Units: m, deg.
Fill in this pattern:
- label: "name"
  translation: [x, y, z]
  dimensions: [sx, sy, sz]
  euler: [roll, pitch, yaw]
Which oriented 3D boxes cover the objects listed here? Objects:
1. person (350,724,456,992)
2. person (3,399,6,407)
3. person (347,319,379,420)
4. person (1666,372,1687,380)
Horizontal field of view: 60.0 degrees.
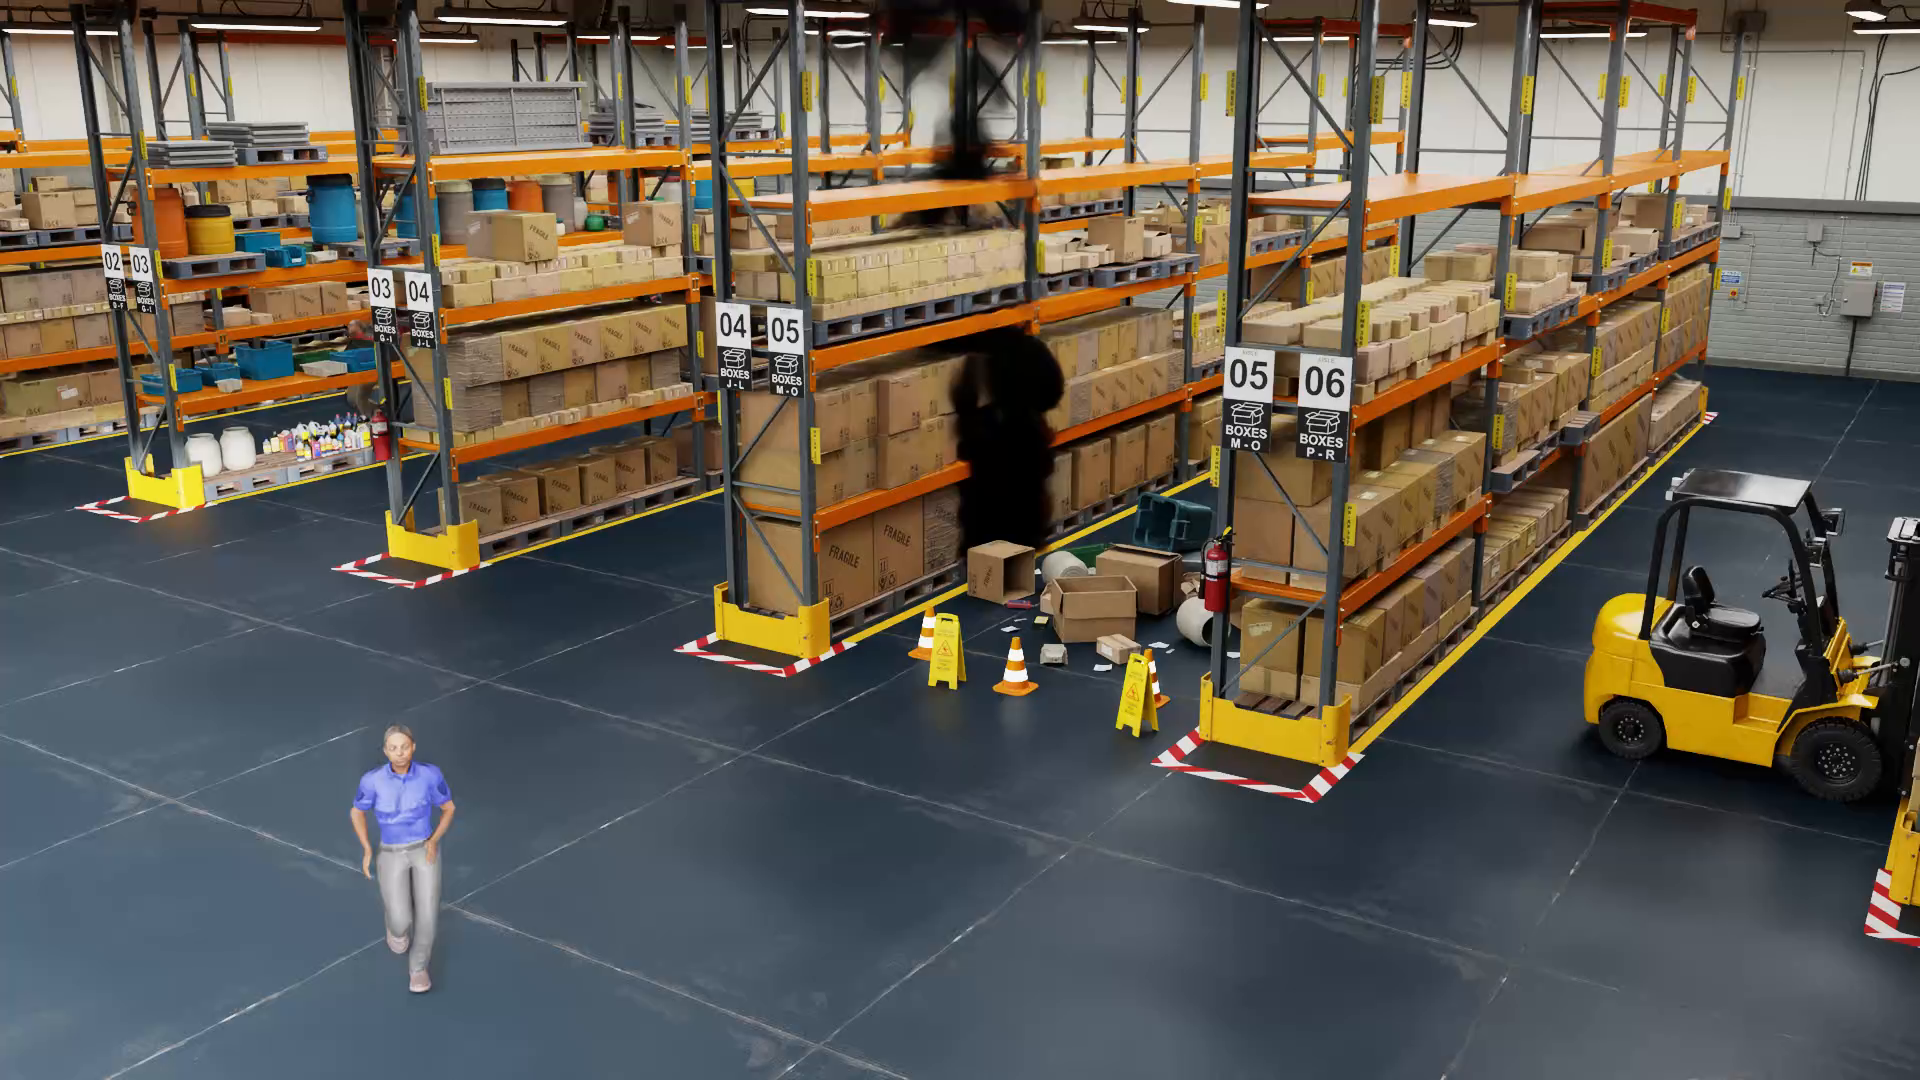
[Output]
- label: "person"
  translation: [-3.196, 1.841, 9.639]
  dimensions: [0.574, 1.592, 0.561]
  euler: [-6, 17, -22]
- label: "person"
  translation: [-14.745, -2.466, 25.012]
  dimensions: [0.520, 1.612, 0.855]
  euler: [8, 17, 27]
- label: "person"
  translation: [-8.966, -2.474, 24.999]
  dimensions: [0.653, 1.700, 0.647]
  euler: [11, 19, 33]
- label: "person"
  translation: [11.677, -3.033, 27.121]
  dimensions: [0.564, 1.612, 0.659]
  euler: [11, 19, 34]
